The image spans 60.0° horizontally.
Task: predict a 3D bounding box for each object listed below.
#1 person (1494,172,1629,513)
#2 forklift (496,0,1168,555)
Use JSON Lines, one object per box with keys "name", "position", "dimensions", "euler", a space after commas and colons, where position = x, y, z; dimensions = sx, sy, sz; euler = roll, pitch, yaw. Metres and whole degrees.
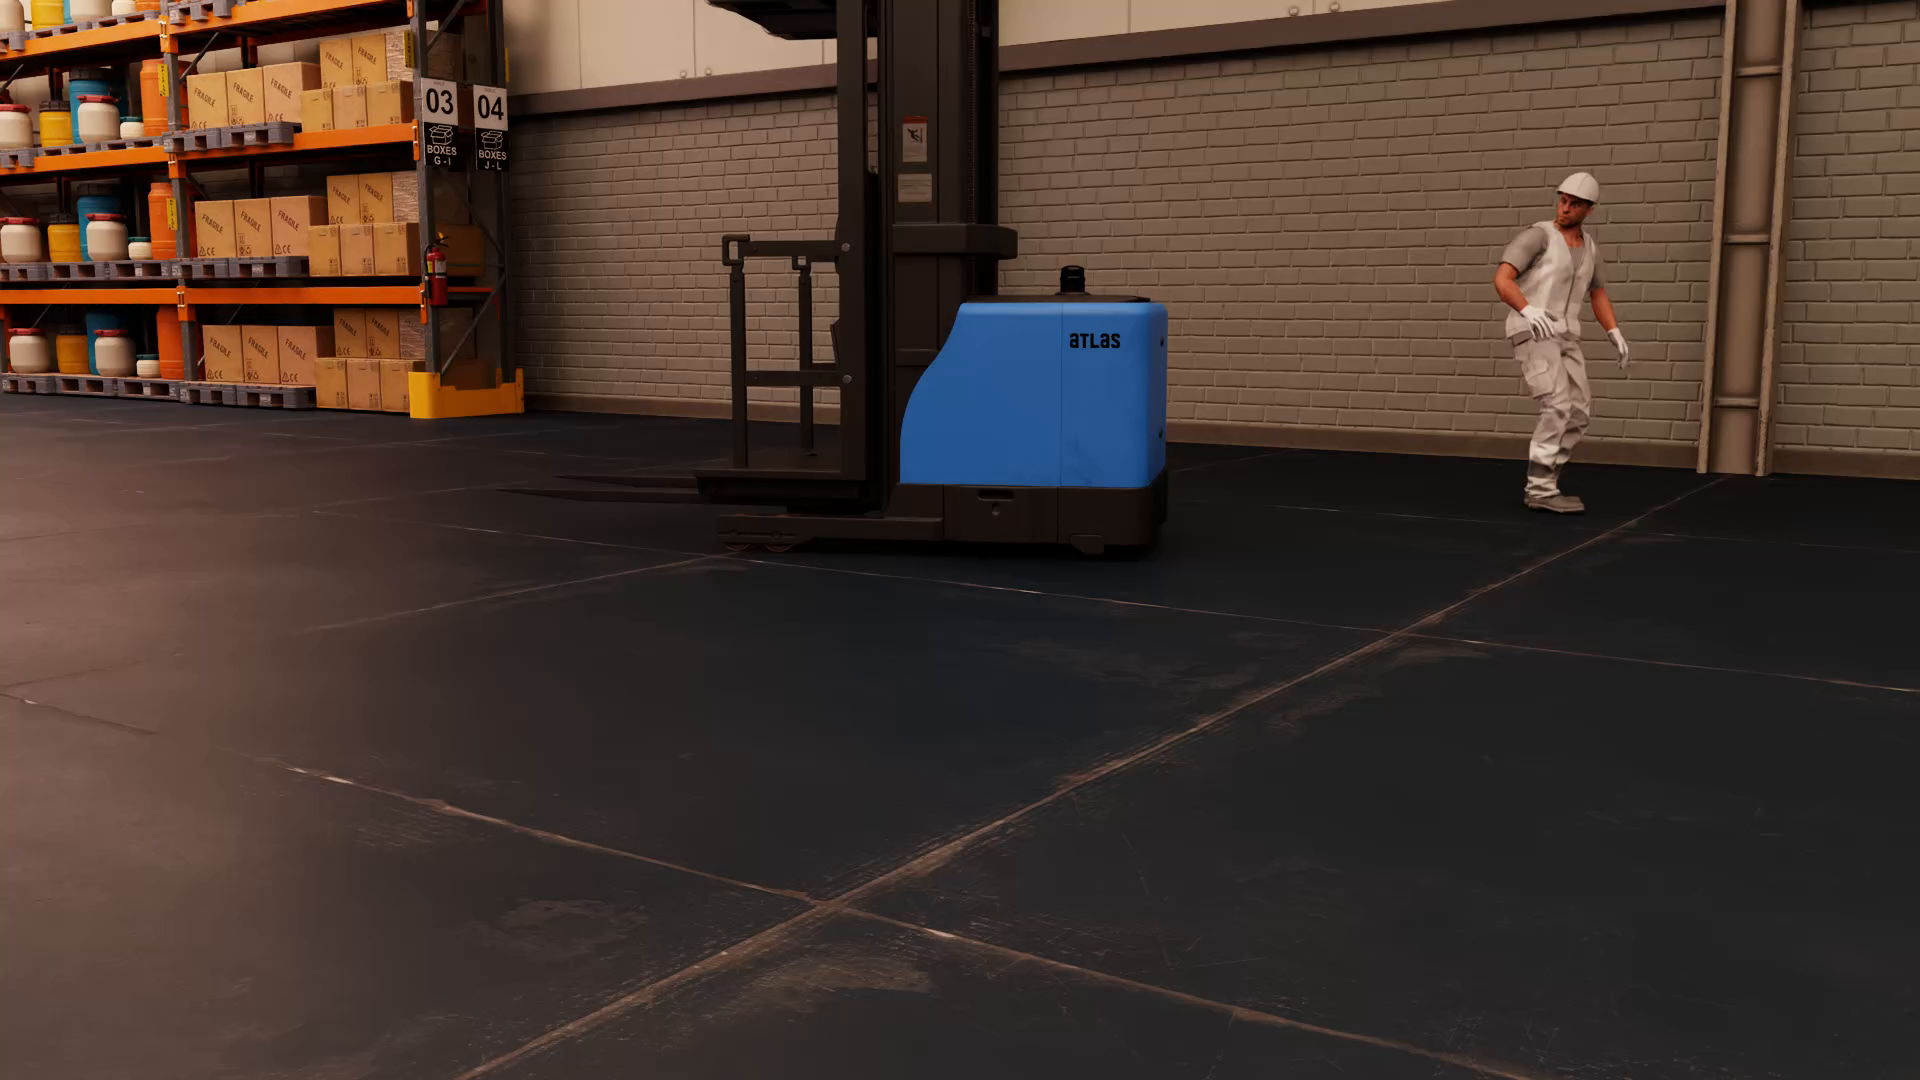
{"name": "person", "position": [3.151, -1.024, 8.653], "dimensions": [0.740, 1.741, 0.512], "euler": [-5, 10, -33]}
{"name": "forklift", "position": [-0.596, -1.469, 7.520], "dimensions": [3.031, 2.935, 1.130], "euler": [2, 8, 12]}
